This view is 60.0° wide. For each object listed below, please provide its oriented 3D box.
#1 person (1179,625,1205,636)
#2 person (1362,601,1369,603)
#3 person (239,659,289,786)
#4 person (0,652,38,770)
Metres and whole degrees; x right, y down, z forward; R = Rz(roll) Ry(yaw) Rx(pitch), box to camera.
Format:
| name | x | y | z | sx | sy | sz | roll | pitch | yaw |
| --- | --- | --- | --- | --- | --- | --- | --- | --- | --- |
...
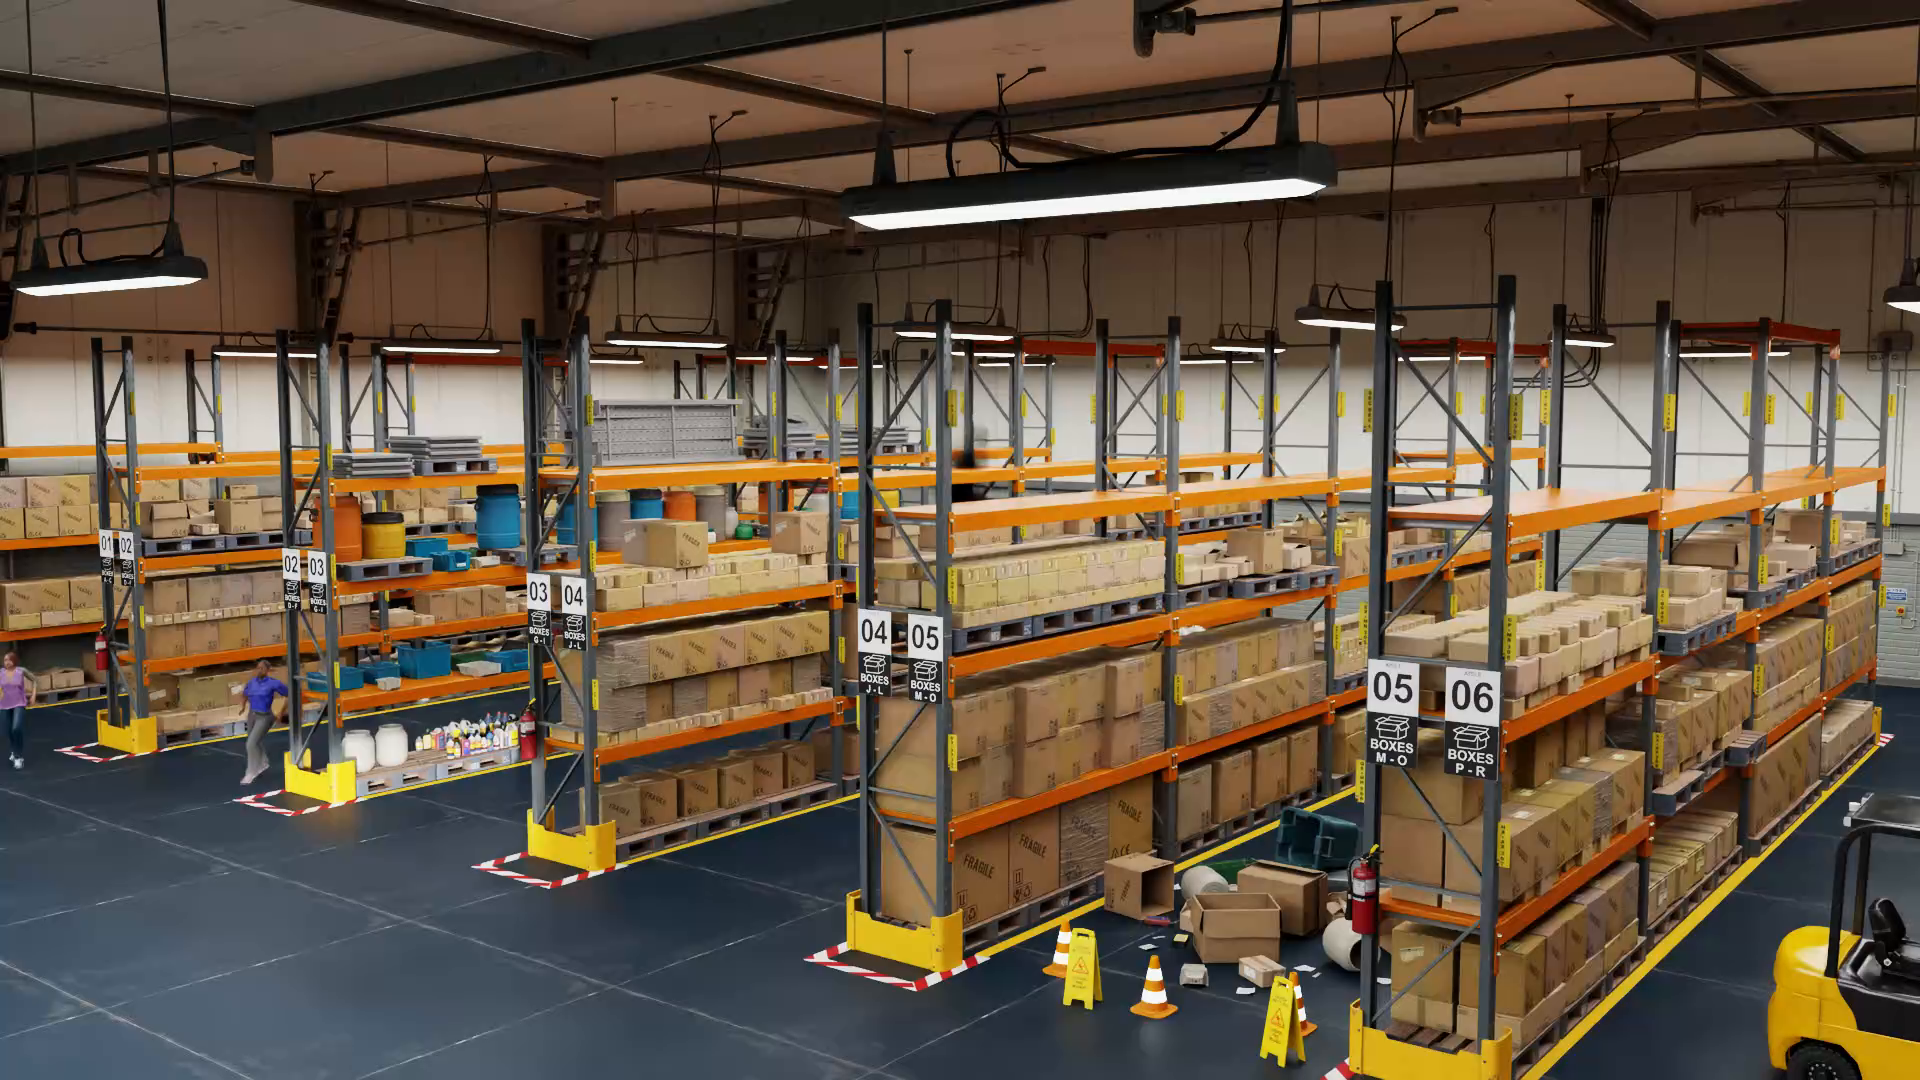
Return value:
| name | x | y | z | sx | sy | sz | roll | pitch | yaw |
| --- | --- | --- | --- | --- | --- | --- | --- | --- | --- |
| person | 3.547 | 1.899 | 25.761 | 0.592 | 1.712 | 0.687 | 3 | 6 | 35 |
| person | 6.823 | 1.890 | 27.814 | 0.677 | 1.774 | 0.878 | 4 | 7 | 41 |
| person | -9.342 | 2.428 | 22.277 | 0.660 | 1.677 | 0.686 | 2 | 5 | 17 |
| person | -13.156 | 2.370 | 23.129 | 0.556 | 1.663 | 0.704 | -1 | 5 | -15 |
